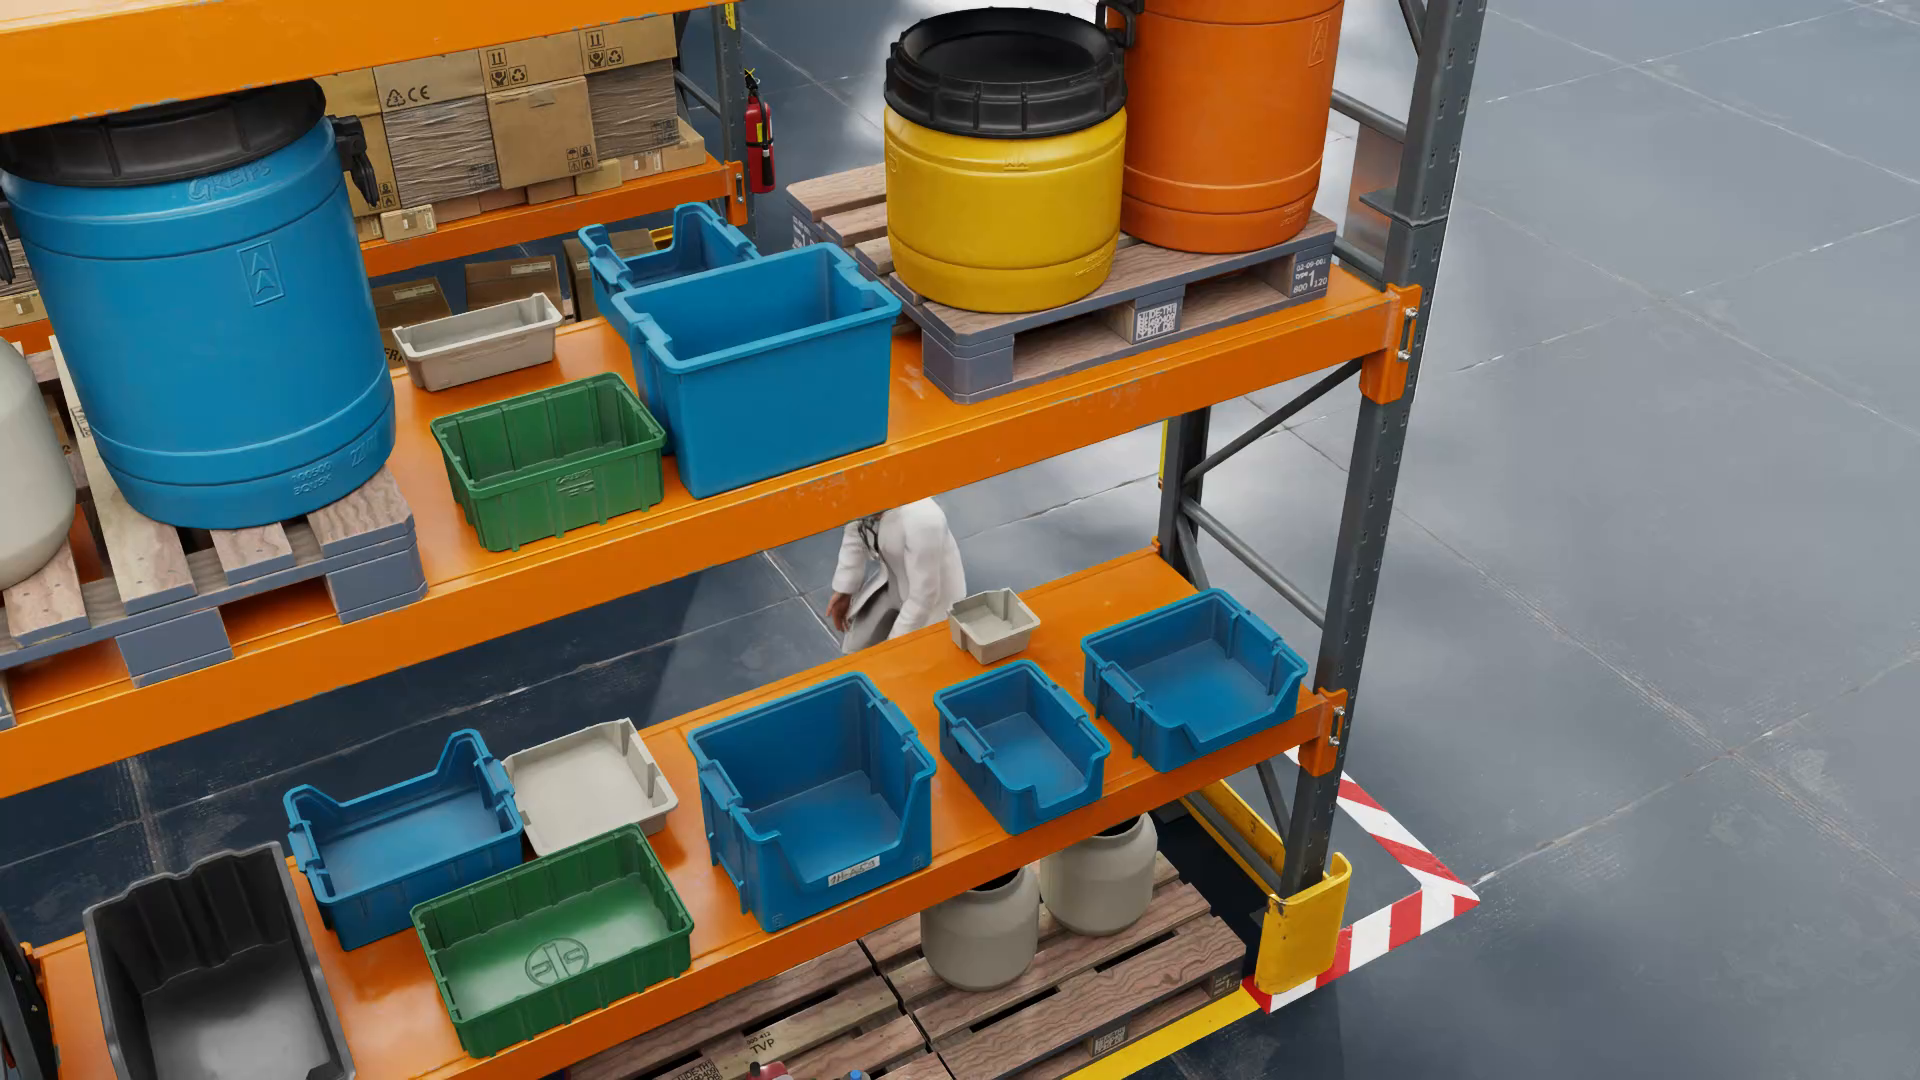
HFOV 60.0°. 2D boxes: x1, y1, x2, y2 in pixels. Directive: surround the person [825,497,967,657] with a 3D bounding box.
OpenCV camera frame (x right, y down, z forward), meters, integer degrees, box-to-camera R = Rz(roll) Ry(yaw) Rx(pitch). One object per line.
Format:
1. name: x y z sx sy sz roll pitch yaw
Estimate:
1. person: -0.238 0.274 6.727 0.564 1.601 0.619 -20 41 -25
